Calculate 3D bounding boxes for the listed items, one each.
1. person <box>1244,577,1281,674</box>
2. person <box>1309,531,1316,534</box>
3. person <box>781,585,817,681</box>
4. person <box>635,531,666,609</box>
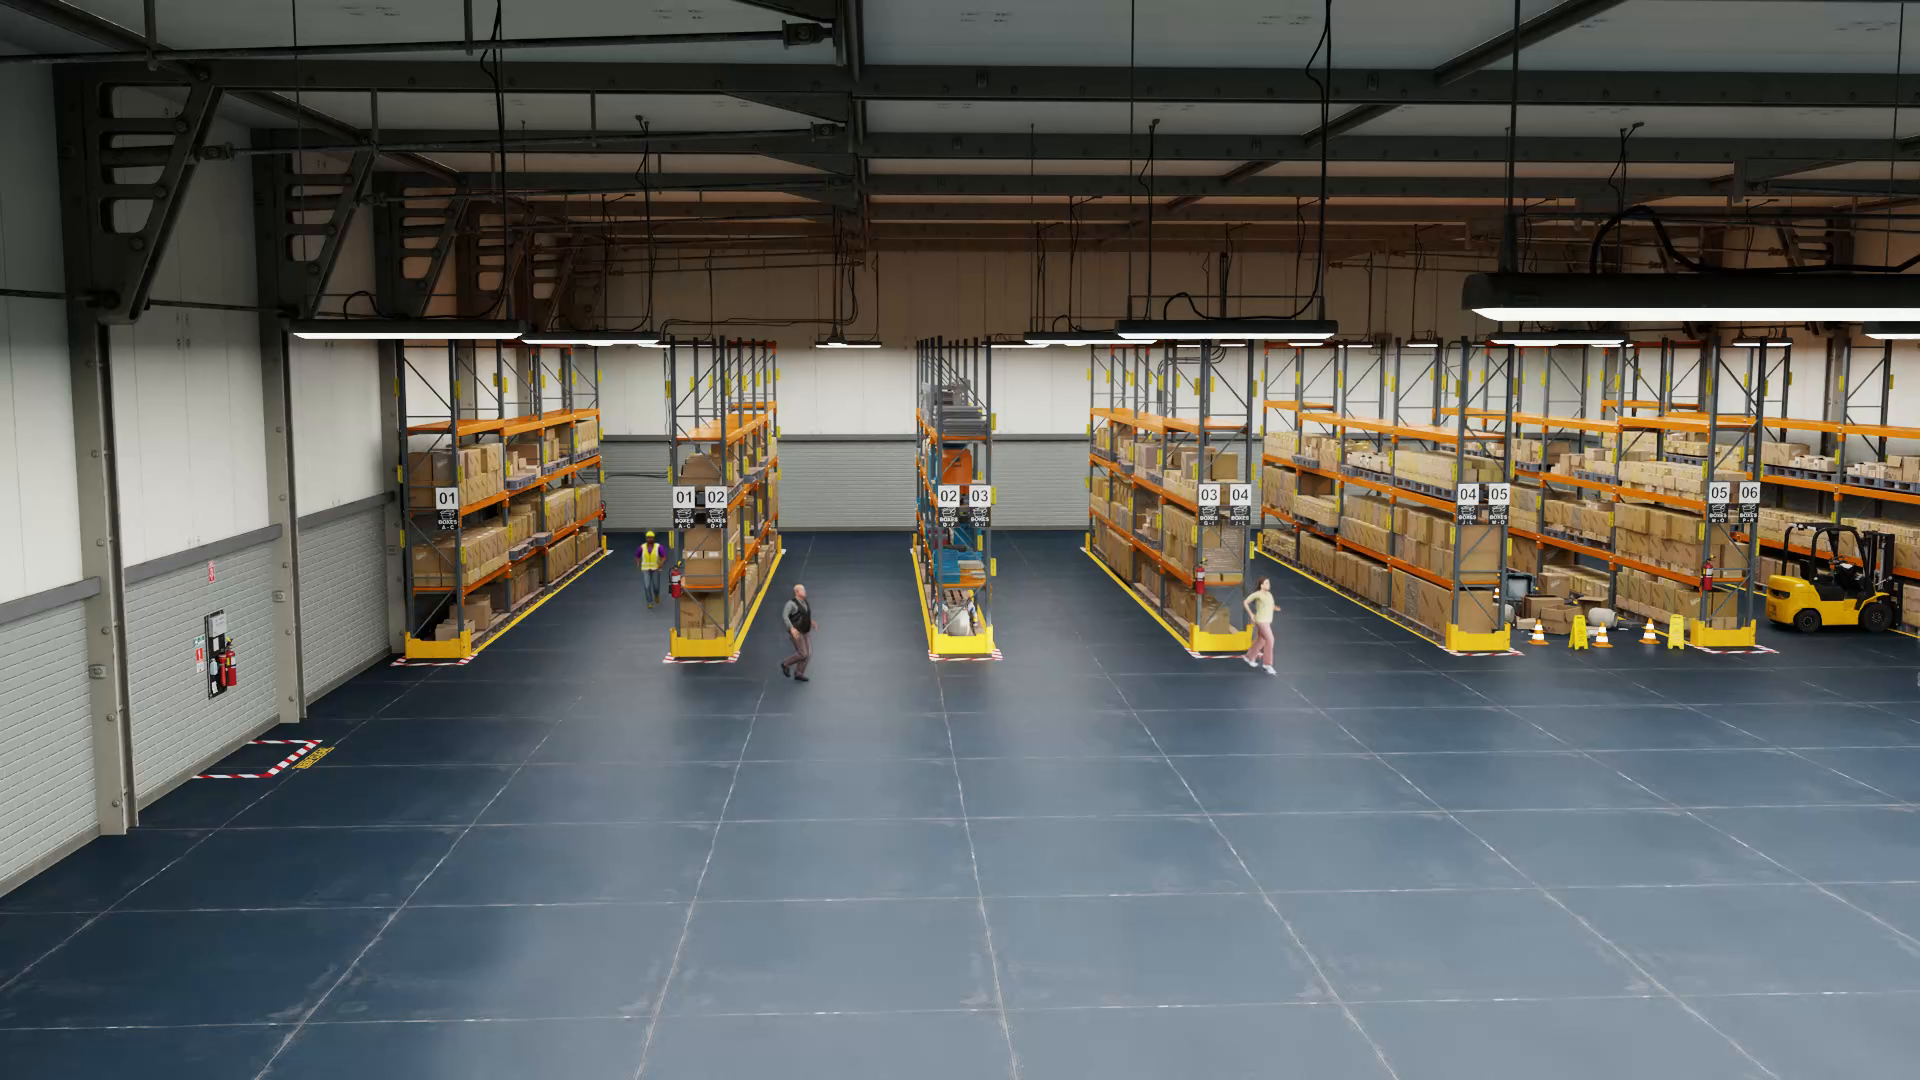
[{"bbox_3d":[5.417,1.508,29.791,0.734,1.717,0.552,6,9,41],"label":"person"},{"bbox_3d":[10.631,-0.729,49.278,0.638,1.750,0.685,0,7,4],"label":"person"},{"bbox_3d":[-2.813,1.612,28.915,0.577,1.692,0.645,4,7,30],"label":"person"},{"bbox_3d":[-6.898,0.662,37.072,0.700,1.719,0.625,-1,7,-6],"label":"person"}]
